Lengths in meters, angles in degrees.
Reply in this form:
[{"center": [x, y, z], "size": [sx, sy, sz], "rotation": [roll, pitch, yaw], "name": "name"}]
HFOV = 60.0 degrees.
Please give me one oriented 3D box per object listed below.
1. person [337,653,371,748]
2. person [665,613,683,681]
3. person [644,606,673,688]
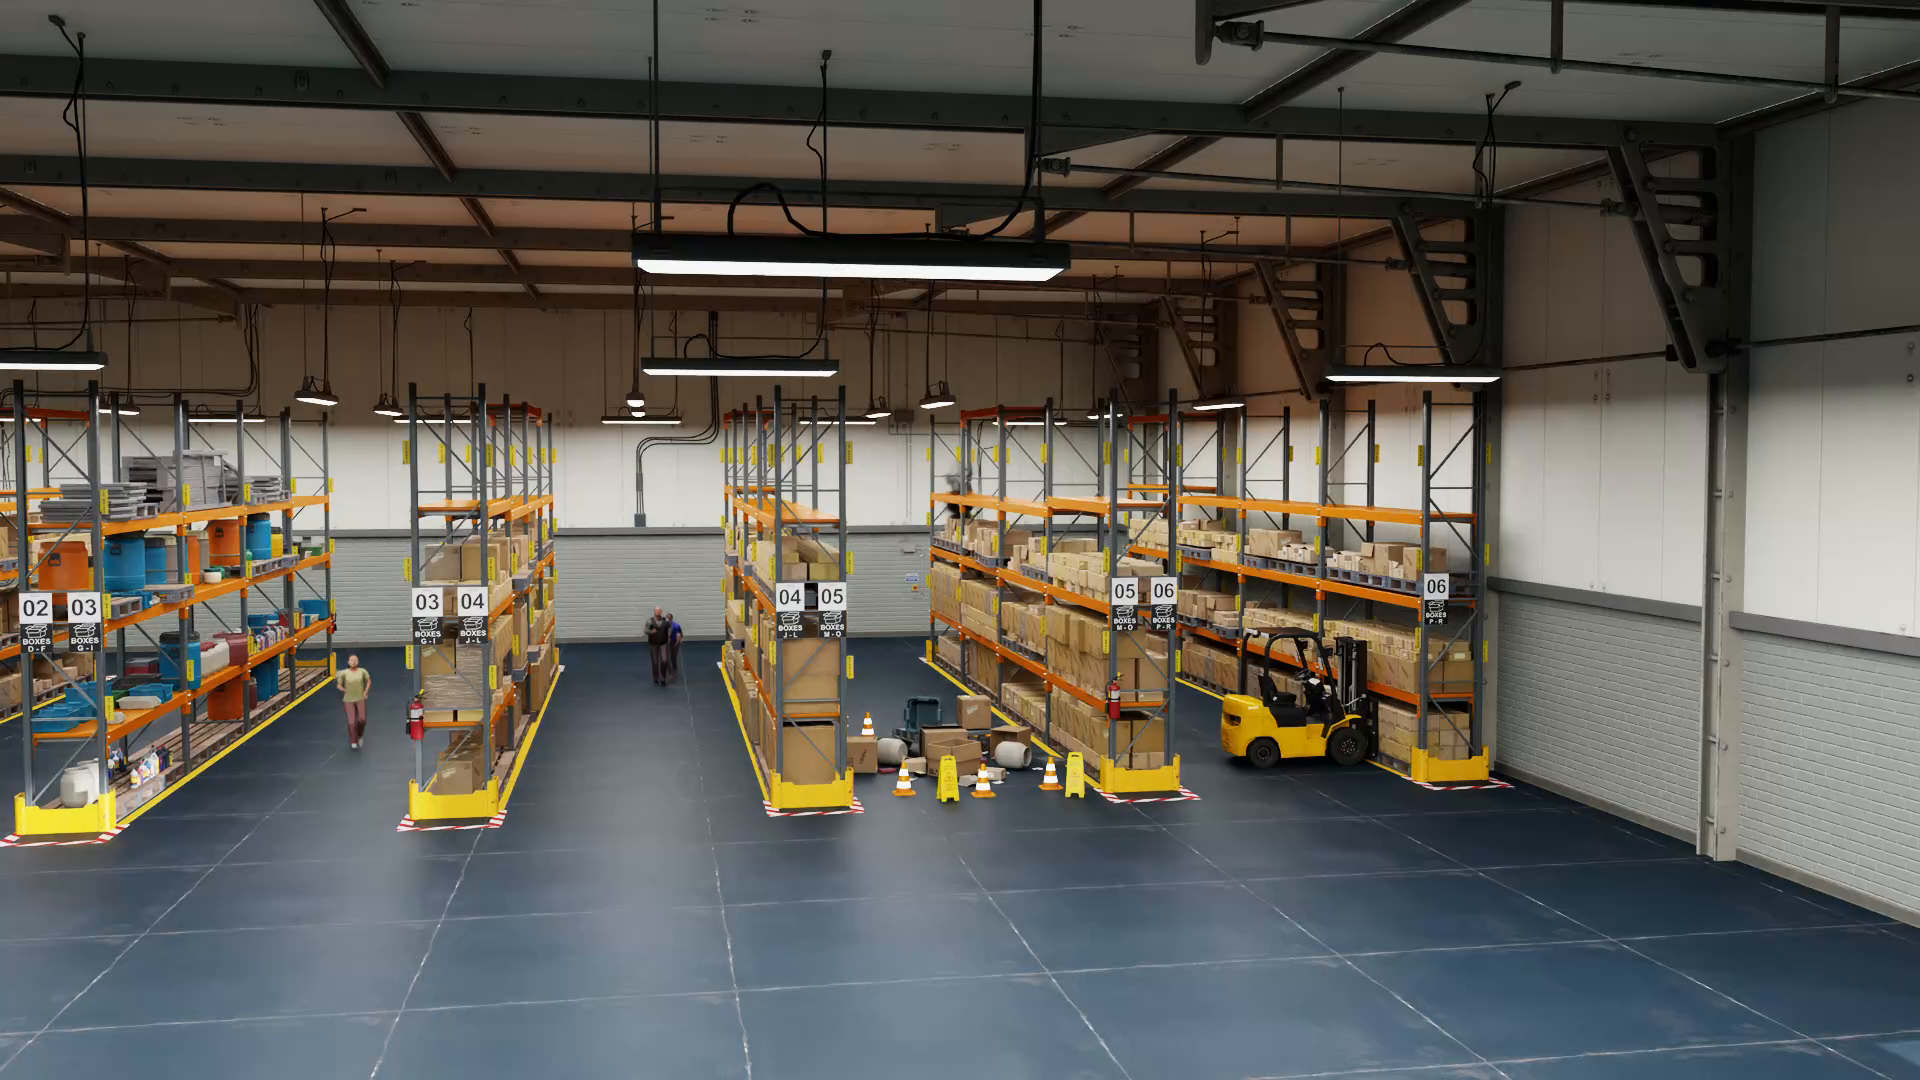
[{"center": [-10.295, 2.744, 28.281], "size": [0.554, 1.628, 0.551], "rotation": [-1, 3, -23], "name": "person"}, {"center": [-6.473, 2.379, 37.404], "size": [0.550, 1.534, 0.961], "rotation": [0, 3, 2], "name": "person"}, {"center": [-6.535, 2.316, 36.058], "size": [0.639, 1.774, 0.734], "rotation": [-1, 3, -12], "name": "person"}]
